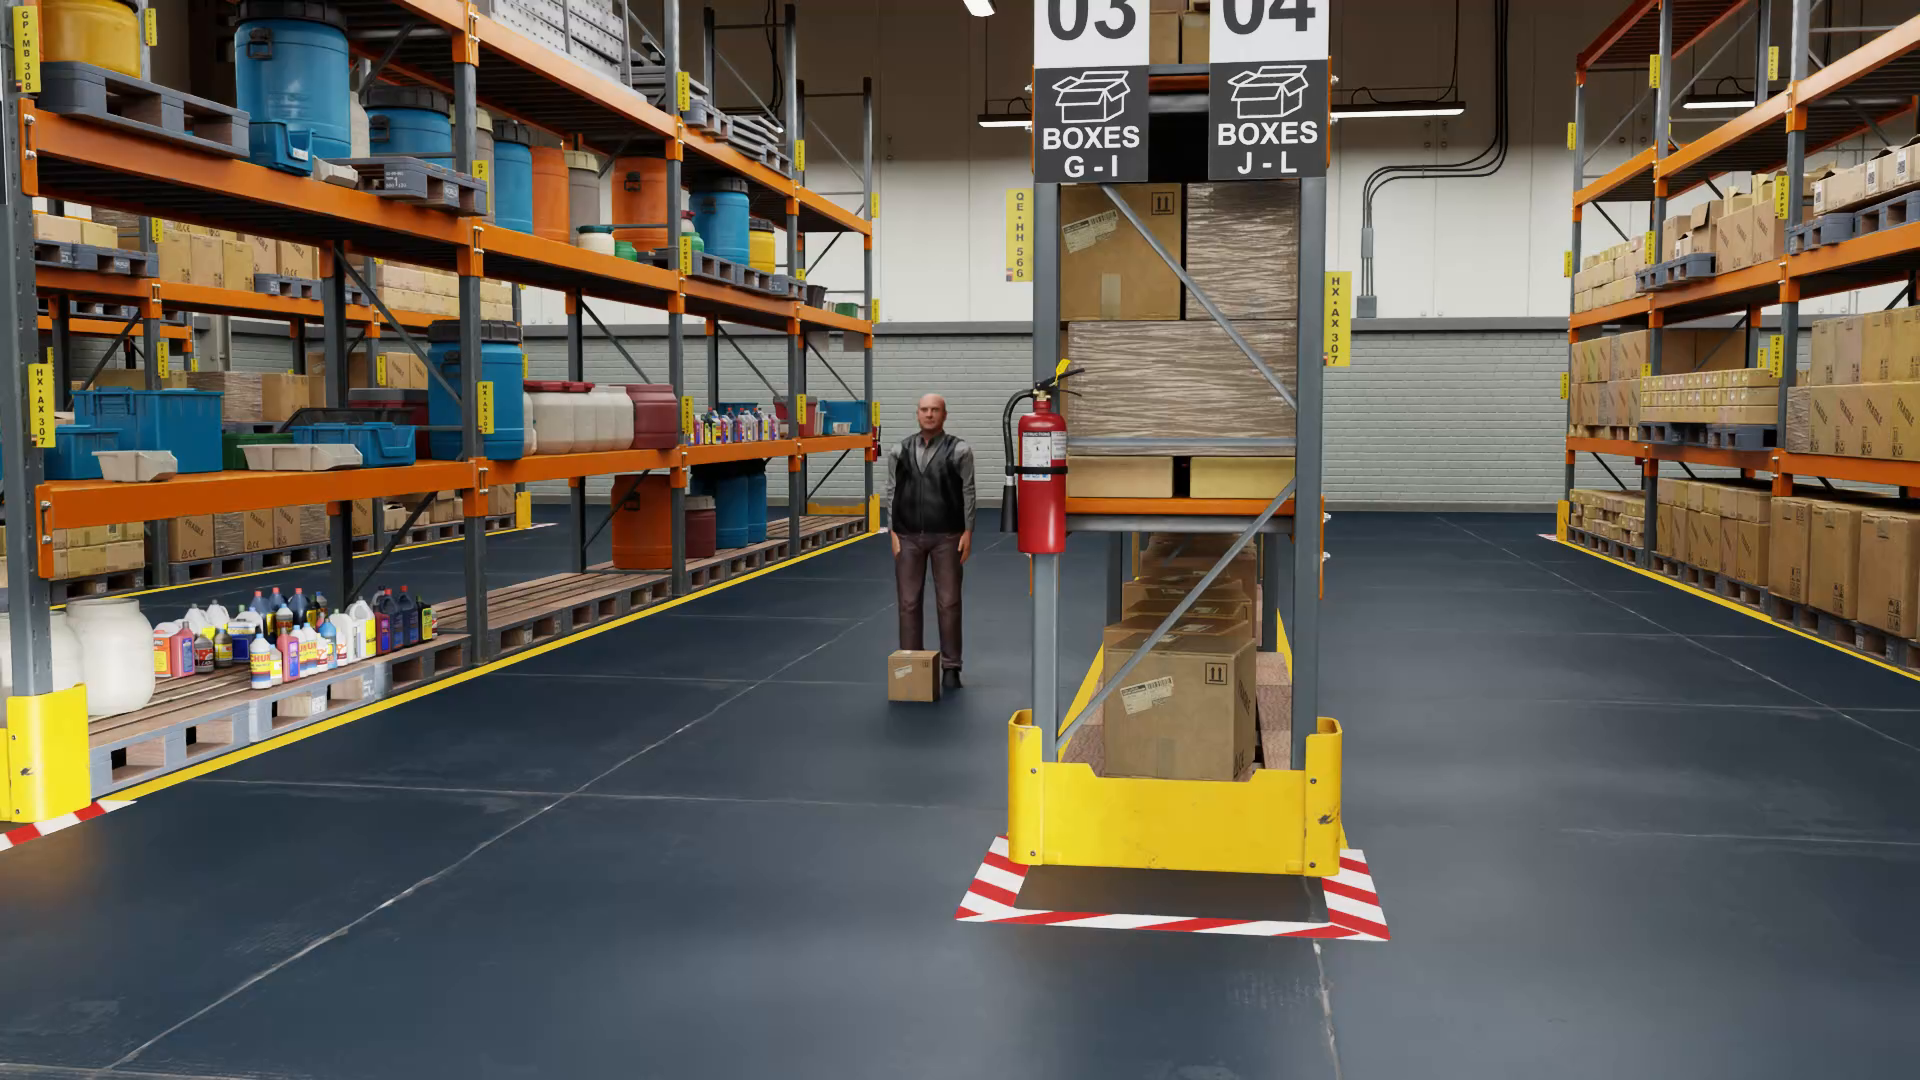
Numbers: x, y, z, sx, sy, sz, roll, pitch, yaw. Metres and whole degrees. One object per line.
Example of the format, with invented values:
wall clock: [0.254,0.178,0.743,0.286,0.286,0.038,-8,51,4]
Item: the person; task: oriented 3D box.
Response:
person: [-0.175,0.007,9.813,0.535,1.740,0.361,1,4,10]
